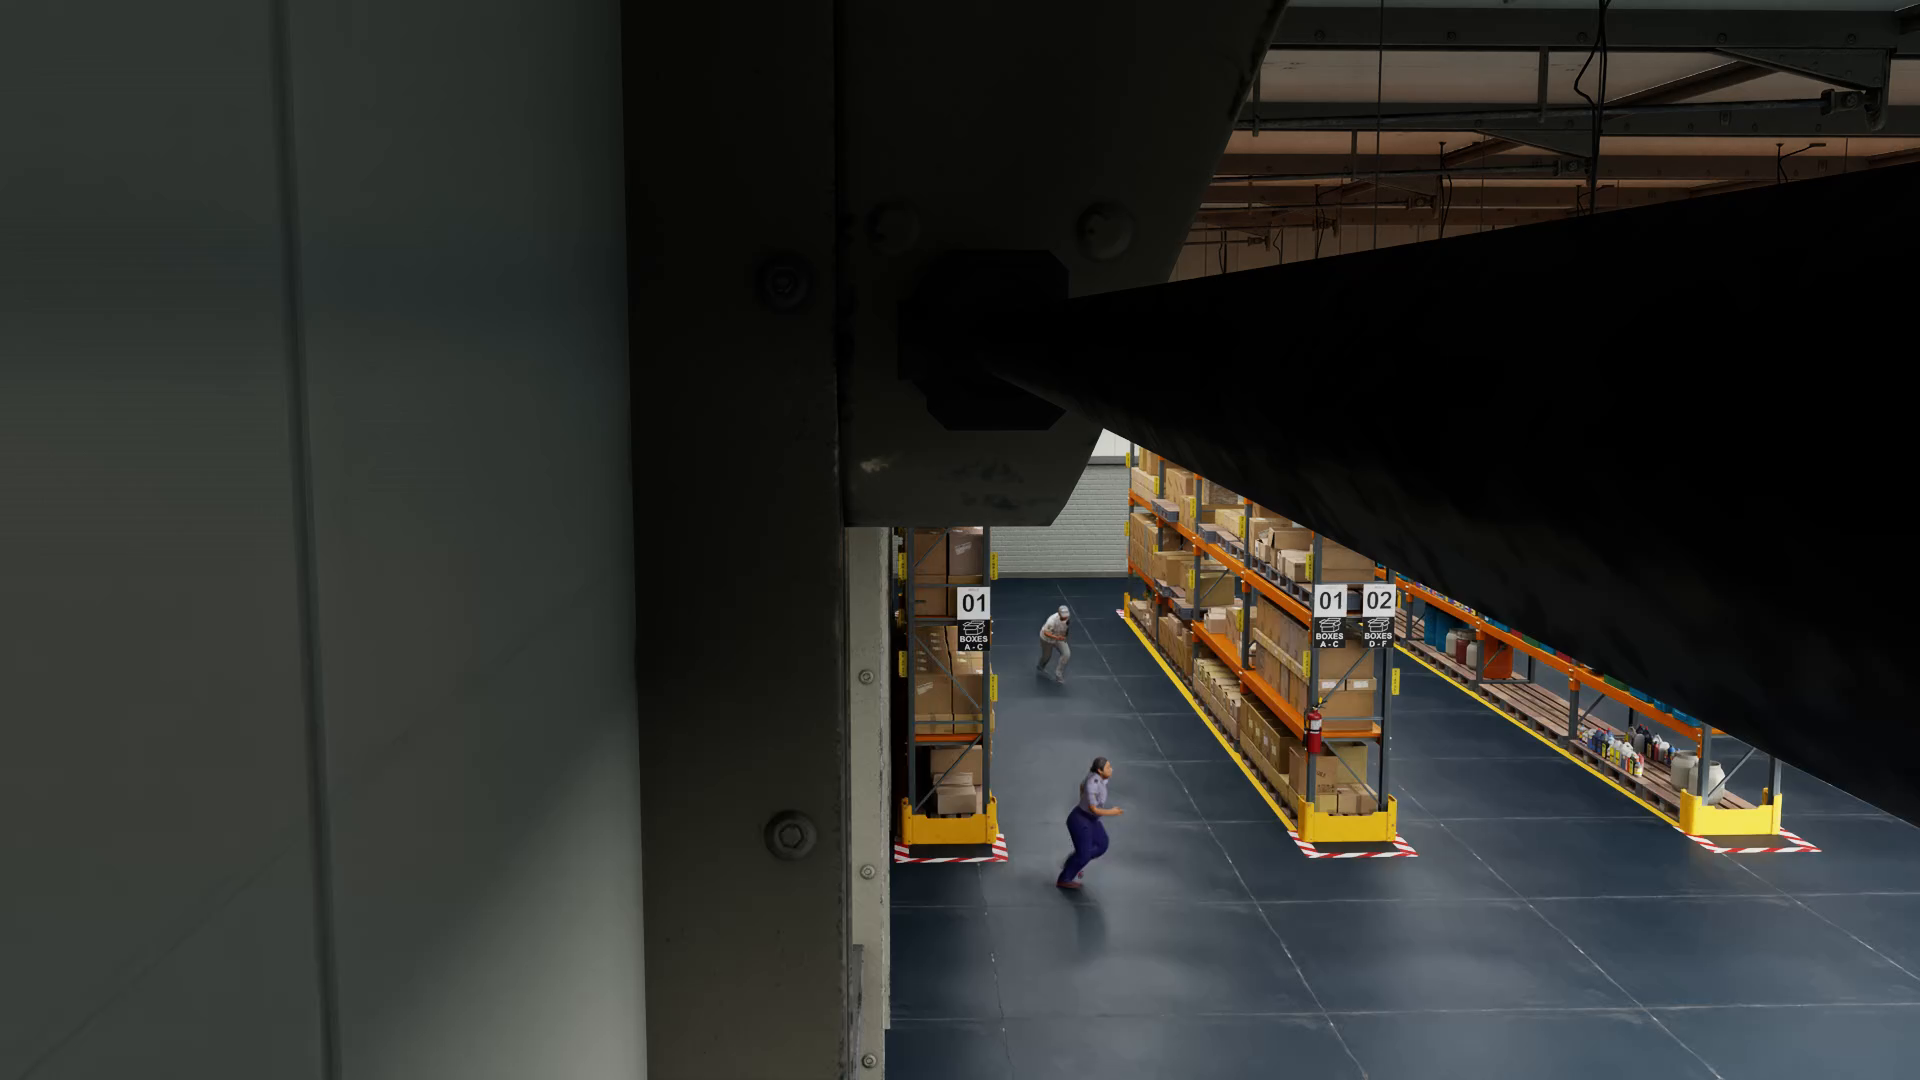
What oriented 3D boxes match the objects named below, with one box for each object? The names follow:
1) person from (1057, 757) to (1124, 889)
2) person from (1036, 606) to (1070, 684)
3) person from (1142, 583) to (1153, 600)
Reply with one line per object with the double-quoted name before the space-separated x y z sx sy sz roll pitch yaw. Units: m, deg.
"person" 1.477 3.183 18.772 0.754 1.544 0.595 2 8 15
"person" 1.644 1.831 29.806 0.595 1.454 1.168 -4 8 -30
"person" 4.467 0.570 38.273 0.702 1.741 0.632 -3 8 -20
